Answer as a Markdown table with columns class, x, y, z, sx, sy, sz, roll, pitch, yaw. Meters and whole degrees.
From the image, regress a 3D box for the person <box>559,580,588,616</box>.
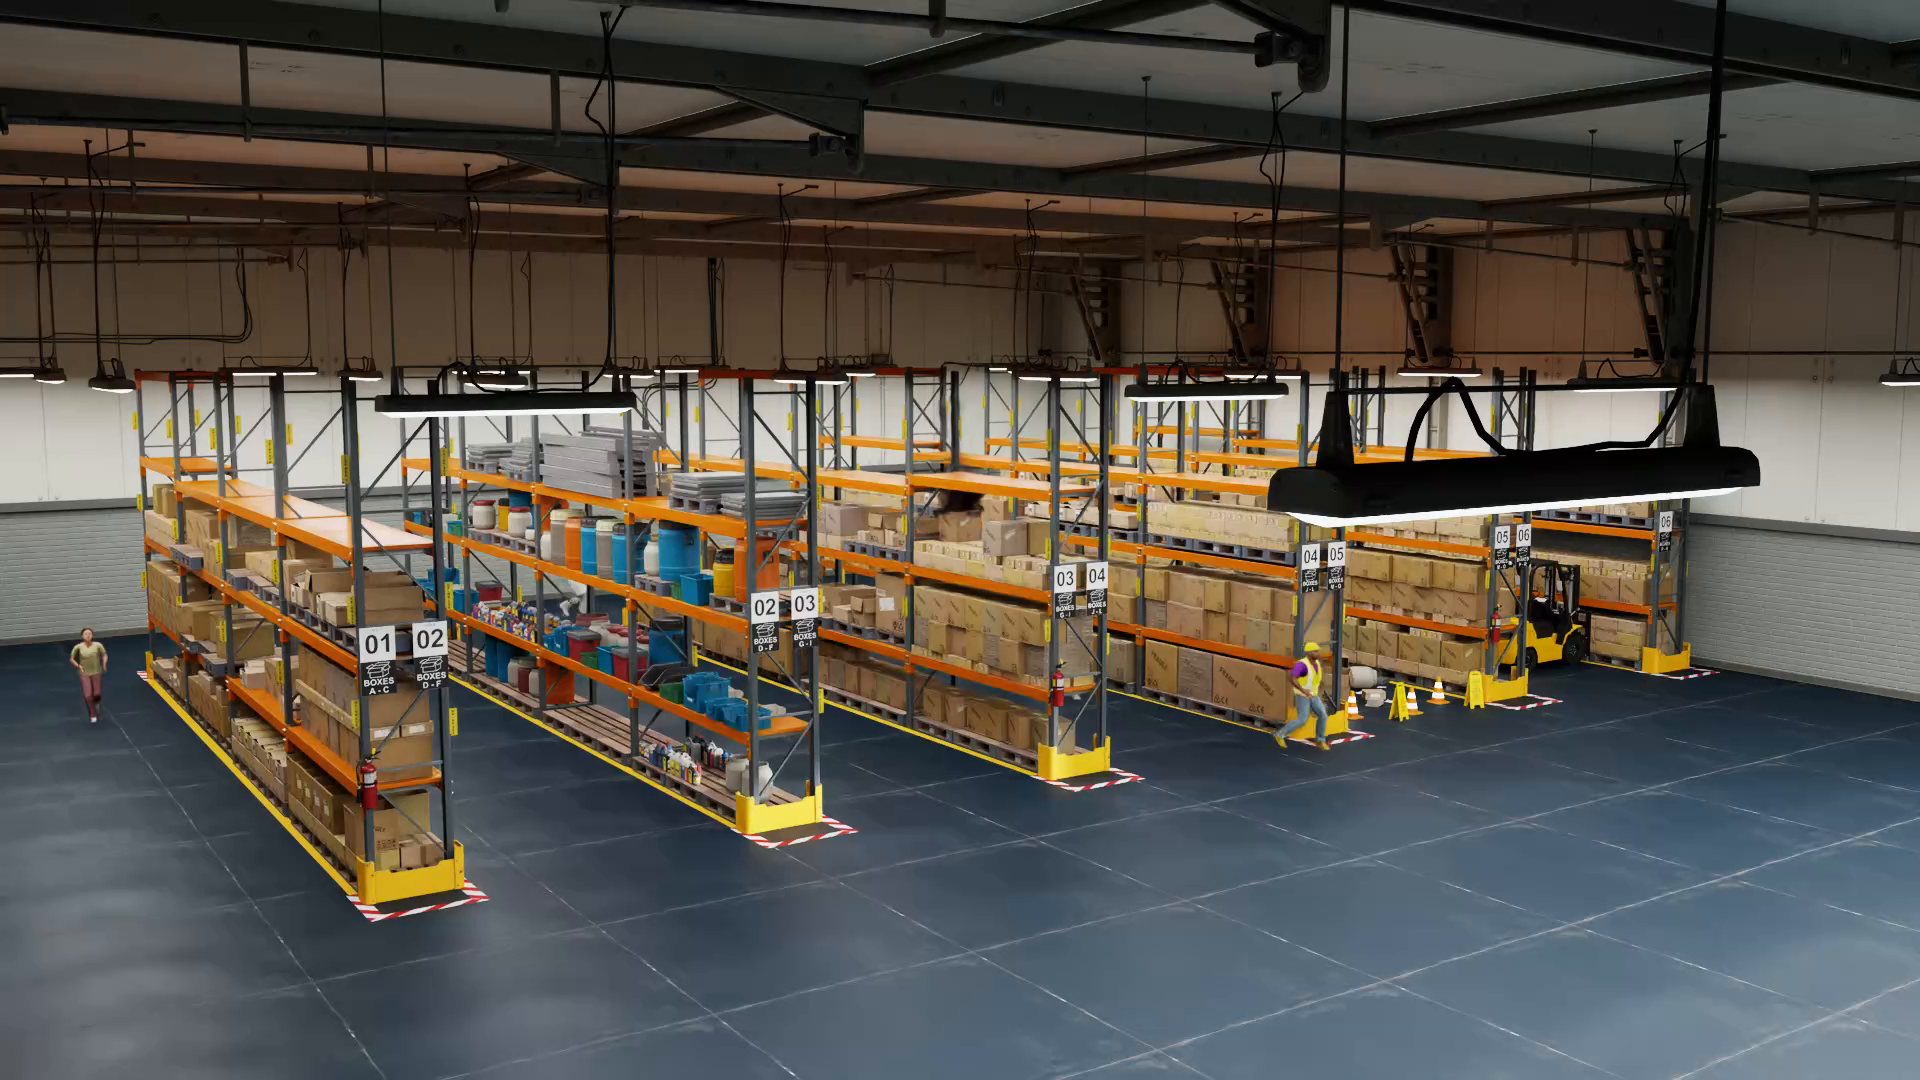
| class | x | y | z | sx | sy | sz | roll | pitch | yaw |
| --- | --- | --- | --- | --- | --- | --- | --- | --- | --- |
| person | -9.085 | 1.036 | 39.296 | 0.804 | 1.733 | 0.715 | -1 | 7 | -10 |

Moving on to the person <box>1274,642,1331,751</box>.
| class | x | y | z | sx | sy | sz | roll | pitch | yaw |
| --- | --- | --- | --- | --- | --- | --- | --- | --- | --- |
| person | 5.516 | 2.499 | 26.517 | 0.744 | 1.761 | 0.915 | 5 | 8 | 39 |

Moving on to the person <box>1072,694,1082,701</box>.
| class | x | y | z | sx | sy | sz | roll | pitch | yaw |
| --- | --- | --- | --- | --- | --- | --- | --- | --- | --- |
| person | 1.905 | 2.083 | 30.670 | 0.702 | 1.693 | 1.019 | -6 | 9 | -42 |

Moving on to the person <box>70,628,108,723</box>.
| class | x | y | z | sx | sy | sz | roll | pitch | yaw |
| --- | --- | --- | --- | --- | --- | --- | --- | --- | --- |
| person | -14.967 | 2.307 | 28.607 | 0.581 | 1.630 | 0.566 | -4 | 8 | -31 |
